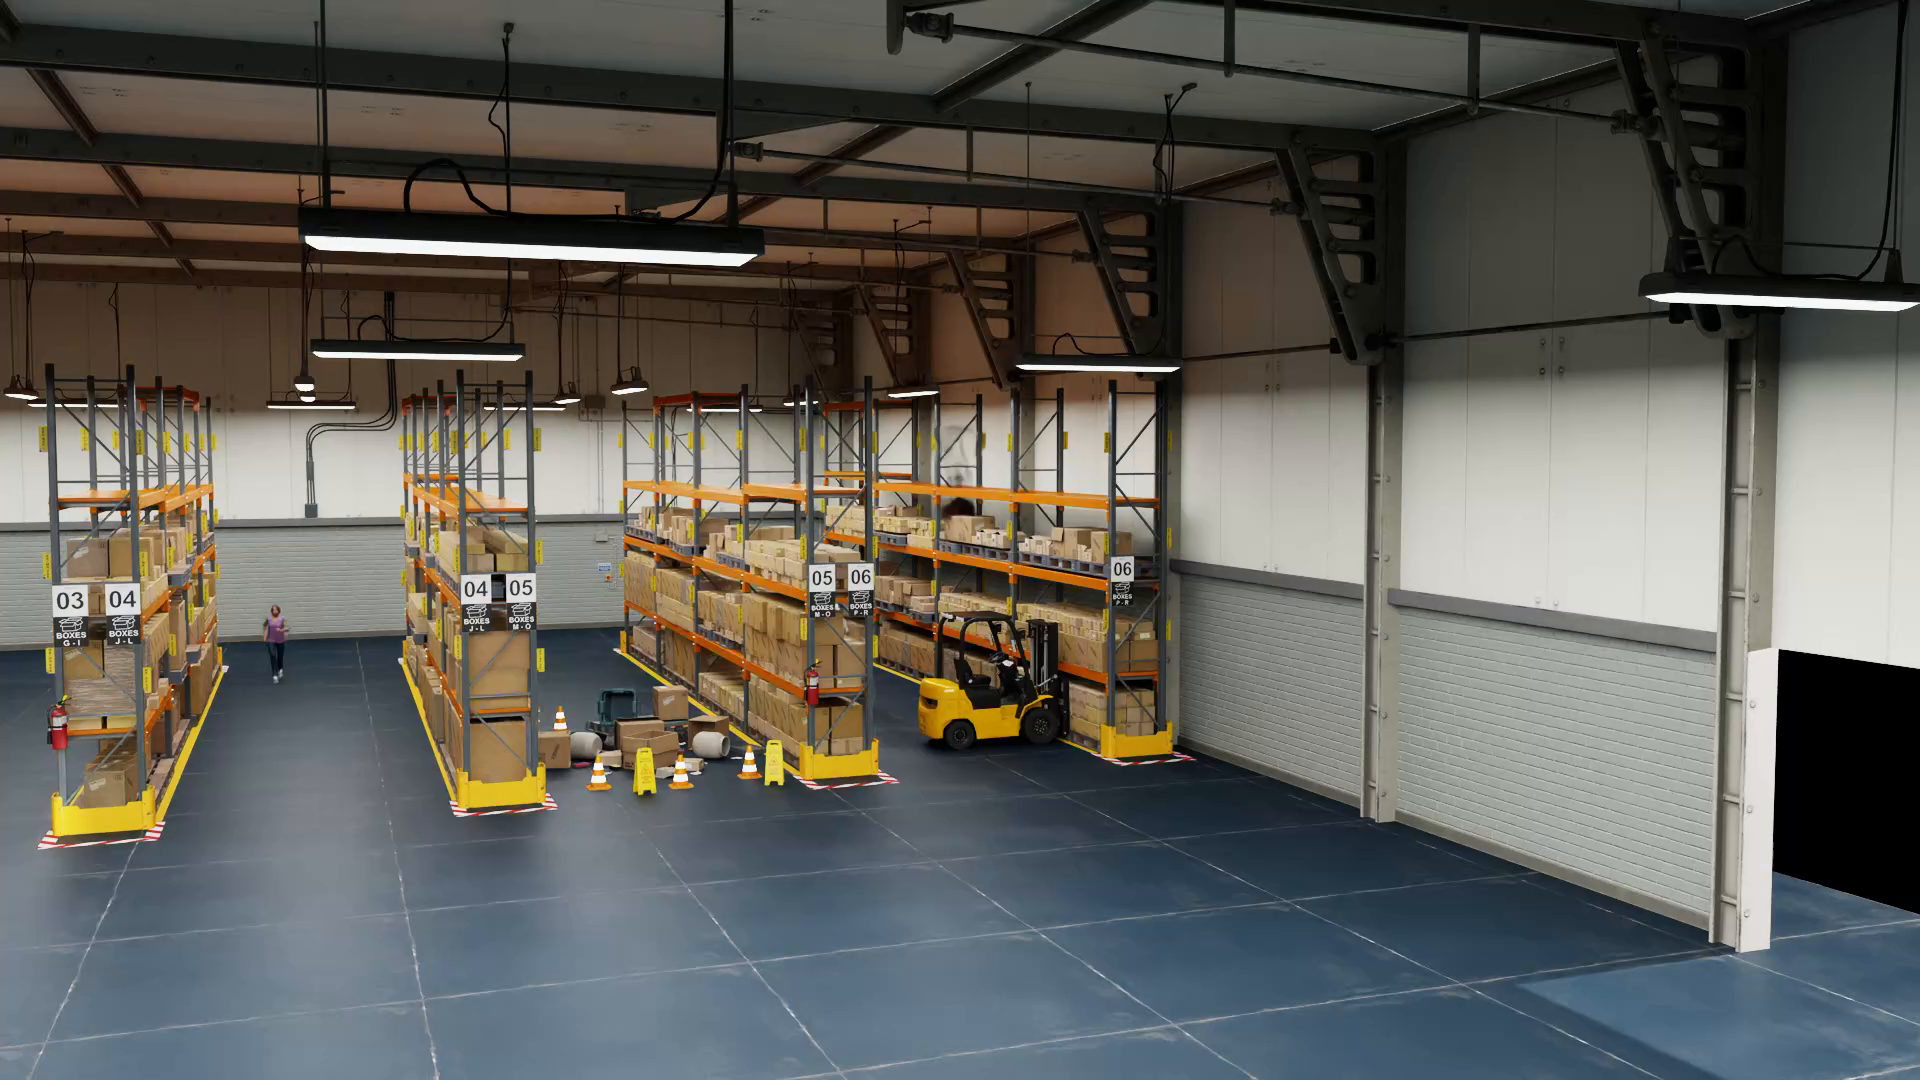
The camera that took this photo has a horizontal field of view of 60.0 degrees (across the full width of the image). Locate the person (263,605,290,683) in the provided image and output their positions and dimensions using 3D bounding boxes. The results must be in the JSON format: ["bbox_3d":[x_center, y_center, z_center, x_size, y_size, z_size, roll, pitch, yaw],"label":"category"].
[{"bbox_3d":[-14.305,2.143,34.793,0.530,1.596,0.885,-1,4,-21],"label":"person"}]

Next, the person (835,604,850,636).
[{"bbox_3d":[-2.562,2.167,33.318,0.642,1.800,0.893,-1,3,-14],"label":"person"}]
